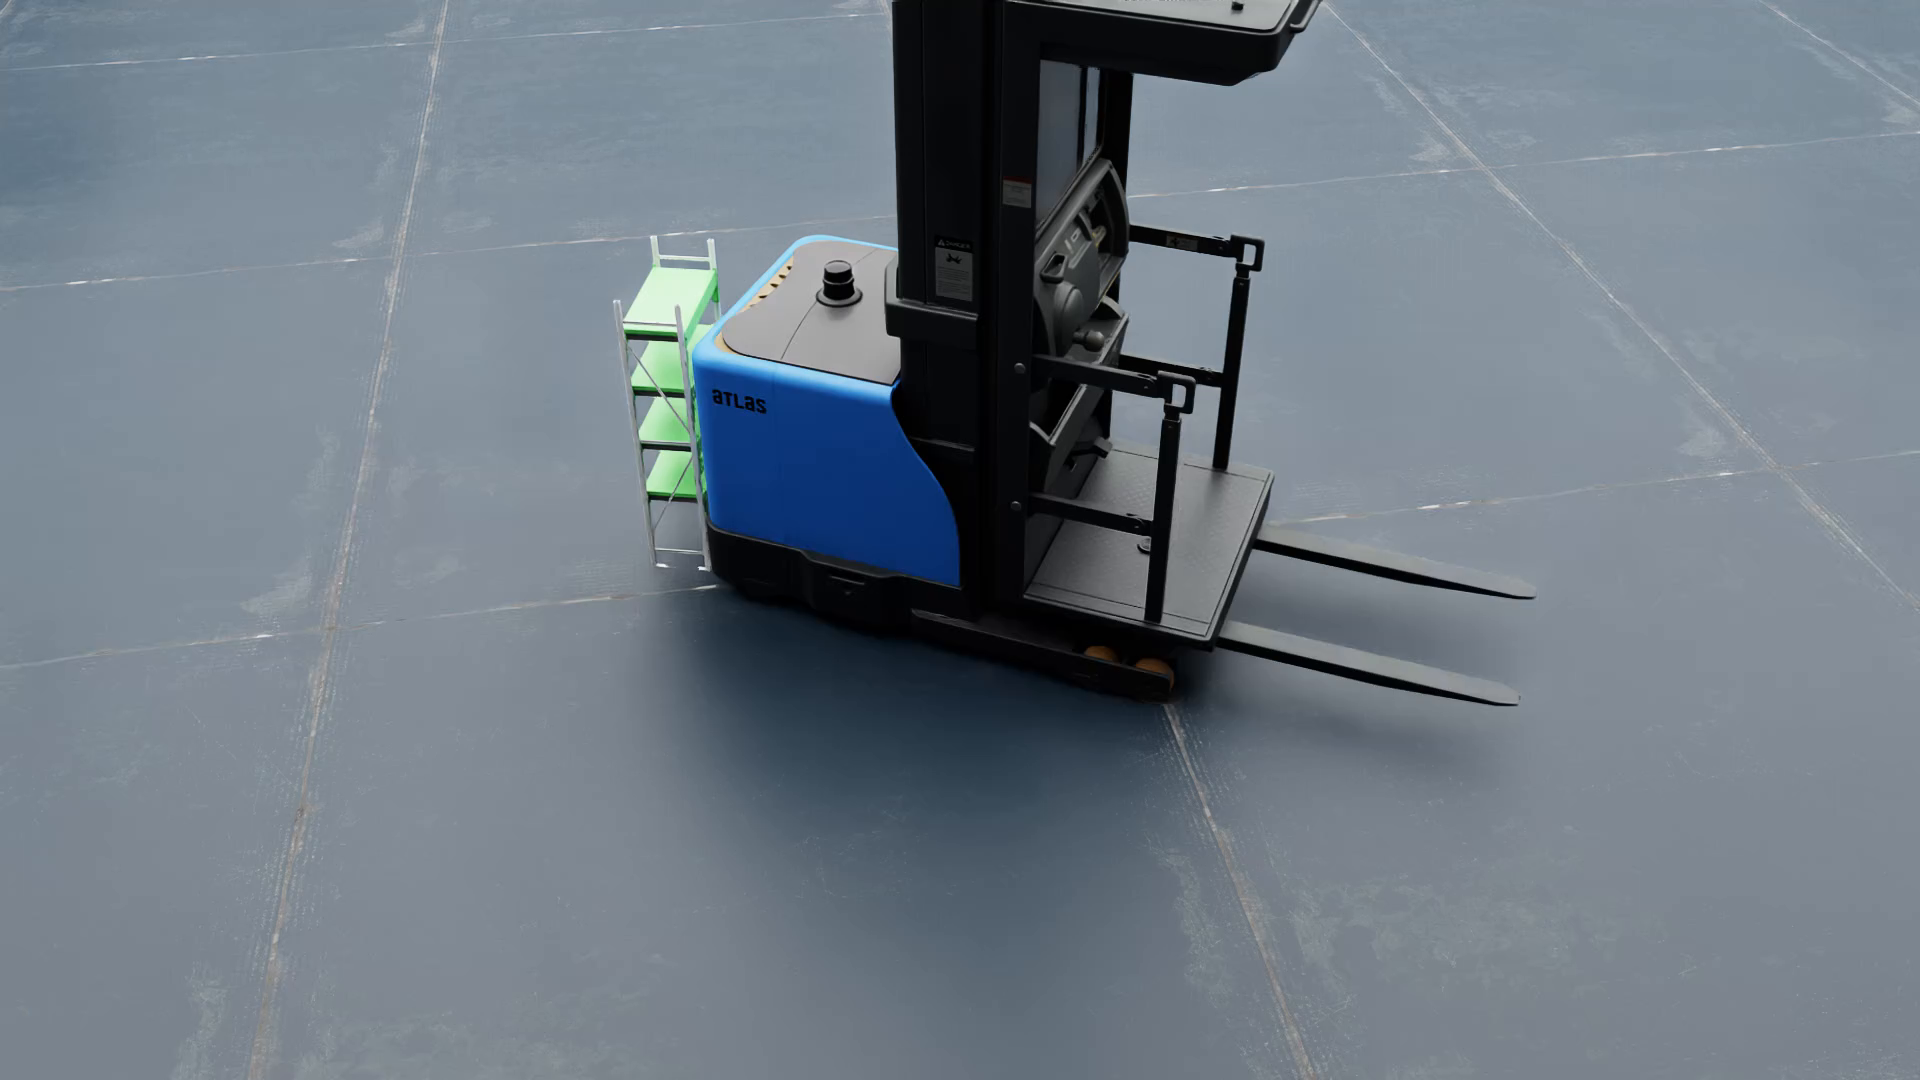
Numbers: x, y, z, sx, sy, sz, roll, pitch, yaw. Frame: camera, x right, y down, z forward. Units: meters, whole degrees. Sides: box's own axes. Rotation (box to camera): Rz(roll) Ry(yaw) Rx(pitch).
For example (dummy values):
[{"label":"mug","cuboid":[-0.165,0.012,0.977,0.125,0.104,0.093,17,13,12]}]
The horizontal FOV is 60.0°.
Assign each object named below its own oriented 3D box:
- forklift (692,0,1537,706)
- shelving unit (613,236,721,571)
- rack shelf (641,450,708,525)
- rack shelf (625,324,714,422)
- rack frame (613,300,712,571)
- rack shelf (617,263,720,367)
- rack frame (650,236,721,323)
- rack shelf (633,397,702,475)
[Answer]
[{"label":"forklift","cuboid":[0.601,-0.938,5.568,3.031,2.935,1.130,13,40,16]},{"label":"shelving unit","cuboid":[-1.076,-0.511,6.430,0.258,1.200,0.503,4,38,6]},{"label":"rack shelf","cuboid":[-1.076,-0.271,6.616,0.258,0.148,0.480,4,38,6]},{"label":"rack shelf","cuboid":[-1.076,-0.650,6.322,0.258,0.148,0.480,4,38,6]},{"label":"rack frame","cuboid":[-1.105,-0.362,6.239,0.240,1.200,0.015,4,38,6]},{"label":"rack shelf","cuboid":[-1.076,-0.840,6.175,0.258,0.148,0.480,4,38,6]},{"label":"rack frame","cuboid":[-1.046,-0.660,6.621,0.240,1.200,0.015,4,38,6]},{"label":"rack shelf","cuboid":[-1.076,-0.461,6.469,0.258,0.148,0.480,4,38,6]}]
